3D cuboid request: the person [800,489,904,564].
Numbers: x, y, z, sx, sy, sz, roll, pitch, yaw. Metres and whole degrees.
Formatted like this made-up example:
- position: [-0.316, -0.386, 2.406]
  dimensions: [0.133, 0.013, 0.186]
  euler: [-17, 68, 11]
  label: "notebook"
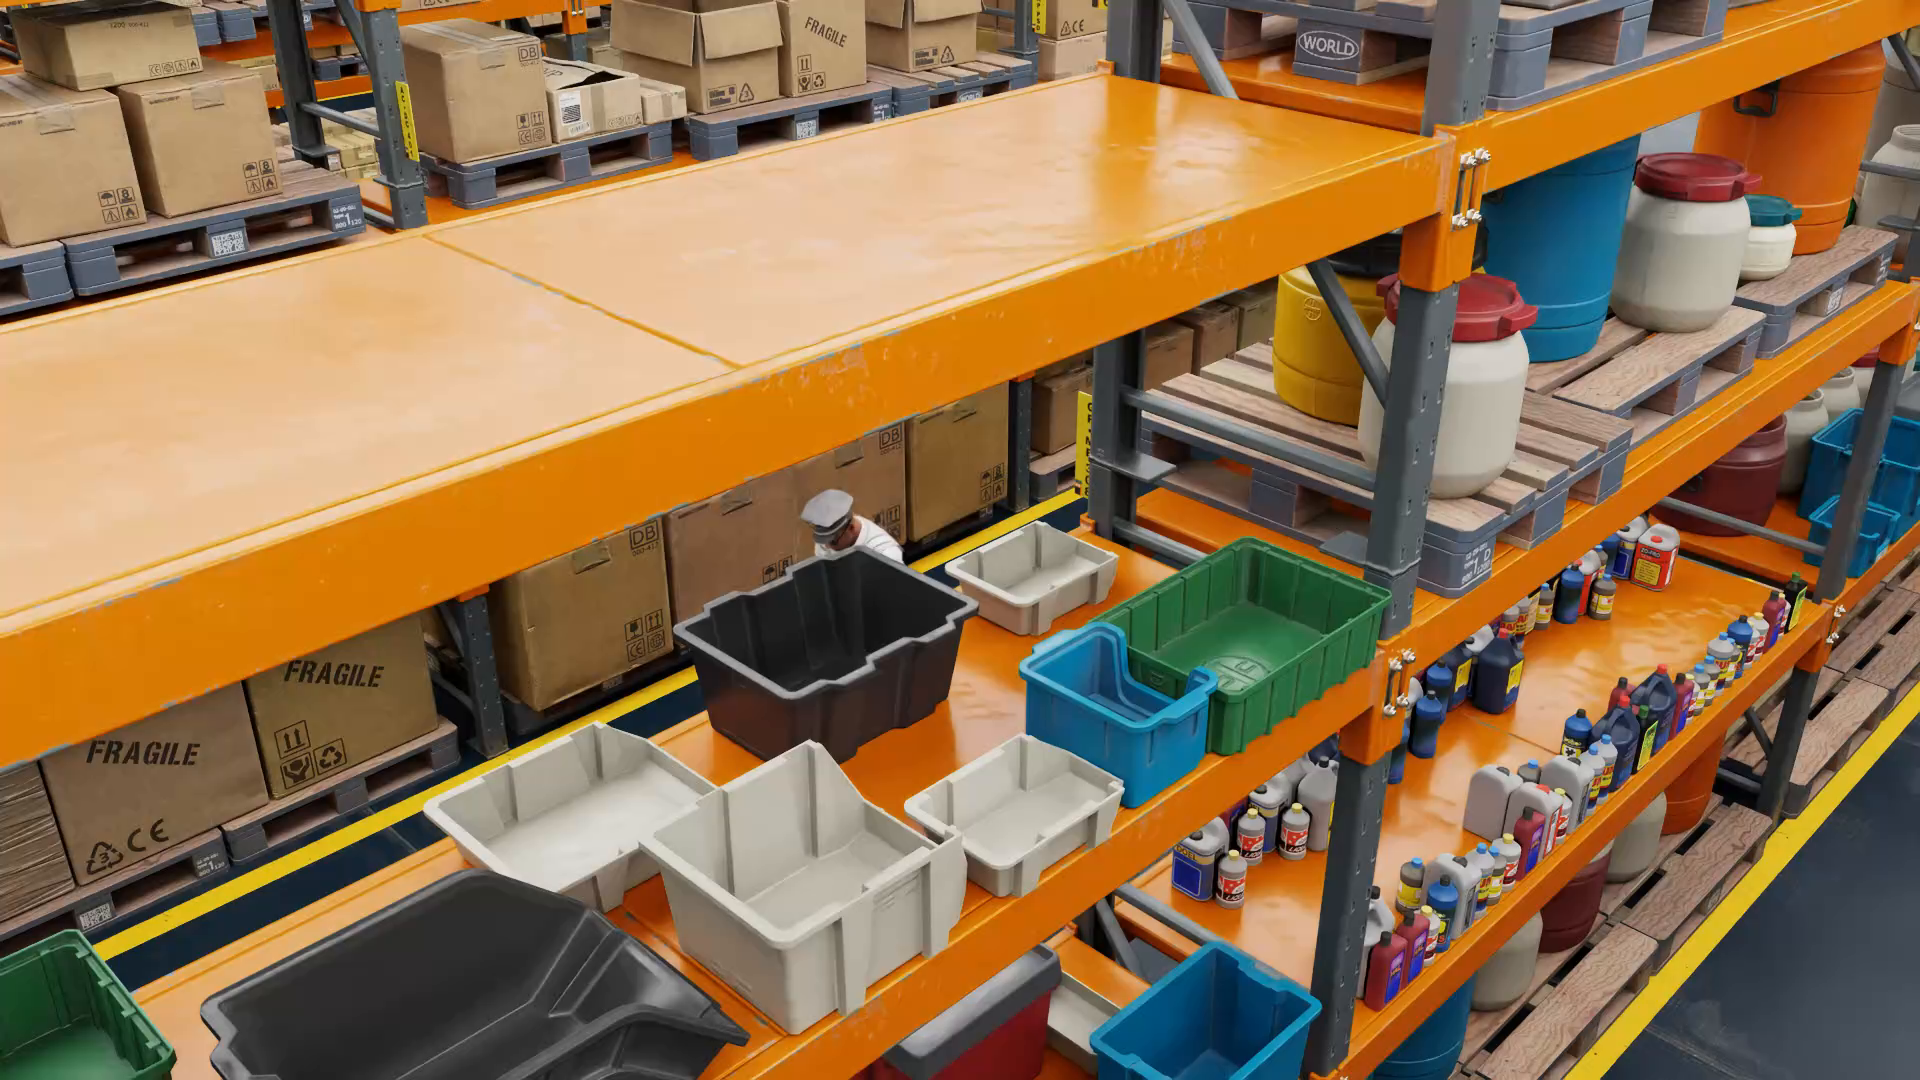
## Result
- position: [-0.483, 0.471, 8.151]
  dimensions: [0.609, 1.633, 0.575]
  euler: [-24, 36, -38]
  label: "person"
